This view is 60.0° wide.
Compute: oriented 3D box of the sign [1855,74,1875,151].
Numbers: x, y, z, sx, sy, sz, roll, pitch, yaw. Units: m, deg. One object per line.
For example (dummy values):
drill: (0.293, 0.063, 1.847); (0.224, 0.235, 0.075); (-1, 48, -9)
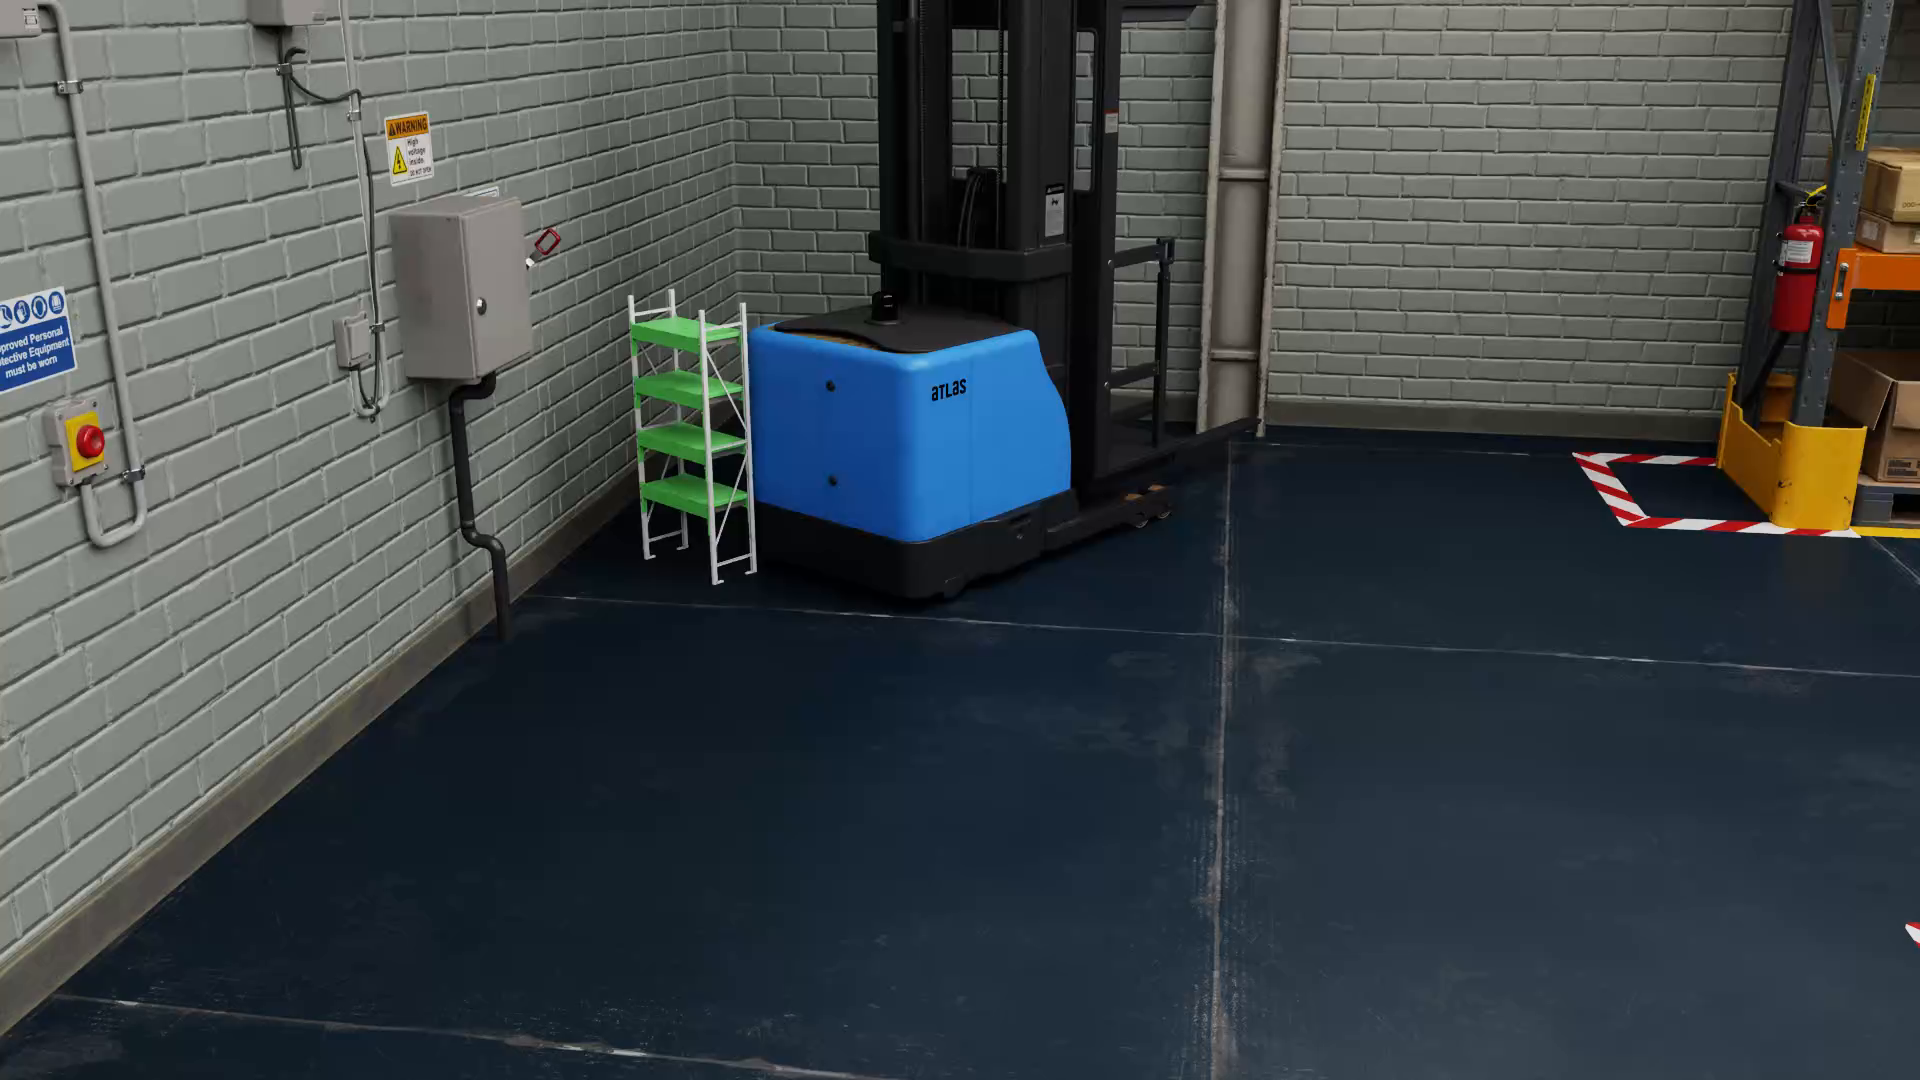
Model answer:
sign: (4.019, -1.899, 7.387); (0.005, 0.325, 0.100); (3, 19, 9)

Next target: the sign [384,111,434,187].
sign: (-1.986, -1.415, 6.004); (0.001, 0.242, 0.339); (3, 19, 9)

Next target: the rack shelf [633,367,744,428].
rack shelf: (-1.168, -0.623, 7.218); (0.480, 0.148, 0.258); (17, 25, 41)

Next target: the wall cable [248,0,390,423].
wall cable: (-2.036, -1.306, 5.379); (0.122, 1.984, 0.588); (3, 19, 9)

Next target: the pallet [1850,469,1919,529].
pallet: (4.967, -0.292, 8.344); (1.213, 0.211, 1.003); (3, 19, 9)

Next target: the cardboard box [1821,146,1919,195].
cardboard box: (4.601, -1.788, 8.188); (0.500, 0.250, 0.500); (3, 19, 10)

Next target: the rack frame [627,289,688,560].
rack frame: (-1.346, -0.509, 7.432); (0.015, 1.200, 0.240); (17, 25, 41)

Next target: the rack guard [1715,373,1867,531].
rack guard: (4.180, -0.469, 8.417); (0.348, 0.500, 1.175); (3, 19, 9)

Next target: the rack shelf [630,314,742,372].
rack shelf: (-1.168, -0.850, 7.142); (0.480, 0.148, 0.258); (17, 25, 41)

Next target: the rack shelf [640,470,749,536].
rack shelf: (-1.168, -0.167, 7.370); (0.480, 0.148, 0.258); (17, 25, 41)

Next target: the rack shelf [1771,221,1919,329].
rack shelf: (6.080, -1.217, 7.845); (4.000, 0.370, 1.077); (3, 19, 9)

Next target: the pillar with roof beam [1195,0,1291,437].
pillar with roof beam: (0.903, -3.573, 4.299); (0.400, 9.000, 9.100); (3, 19, 9)

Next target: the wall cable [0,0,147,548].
wall cable: (-2.250, -0.876, 4.044); (0.123, 1.953, 0.585); (3, 19, 9)

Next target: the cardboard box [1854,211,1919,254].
cardboard box: (4.386, -1.437, 7.766); (0.250, 0.149, 0.380); (3, 19, 8)

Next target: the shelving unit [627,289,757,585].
shelving unit: (-1.168, -0.456, 7.274); (0.503, 1.200, 0.258); (17, 25, 41)

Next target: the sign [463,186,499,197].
sign: (-1.899, -1.150, 6.664); (0.001, 0.494, 0.329); (3, 19, 9)

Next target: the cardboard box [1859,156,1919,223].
cardboard box: (4.510, -1.621, 7.688); (0.500, 0.250, 0.500); (3, 19, 9)

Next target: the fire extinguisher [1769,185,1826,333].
fire extinguisher: (3.886, -1.307, 7.693); (0.183, 0.674, 0.296); (3, 19, 9)

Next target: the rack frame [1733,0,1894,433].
rack frame: (4.105, -1.658, 8.032); (0.127, 3.000, 1.000); (3, 19, 9)

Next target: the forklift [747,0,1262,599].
forklift: (0.406, -1.540, 7.786); (1.130, 2.935, 3.031); (15, 24, 38)

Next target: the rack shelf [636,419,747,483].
rack shelf: (-1.168, -0.395, 7.294); (0.480, 0.148, 0.258); (17, 25, 41)

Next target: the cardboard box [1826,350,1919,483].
cardboard box: (4.694, -0.613, 8.181); (0.637, 0.503, 0.797); (2, 19, 6)

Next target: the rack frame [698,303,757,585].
rack frame: (-0.990, -0.402, 7.115); (0.015, 1.200, 0.240); (17, 25, 41)

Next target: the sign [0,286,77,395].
sign: (-2.318, -0.496, 4.131); (0.001, 0.218, 0.327); (3, 19, 9)

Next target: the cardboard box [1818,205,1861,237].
cardboard box: (4.475, -1.607, 8.273); (0.250, 0.149, 0.380); (3, 19, 8)

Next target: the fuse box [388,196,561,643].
fuse box: (-1.772, -0.419, 6.360); (0.414, 1.711, 0.539); (3, 19, 9)
